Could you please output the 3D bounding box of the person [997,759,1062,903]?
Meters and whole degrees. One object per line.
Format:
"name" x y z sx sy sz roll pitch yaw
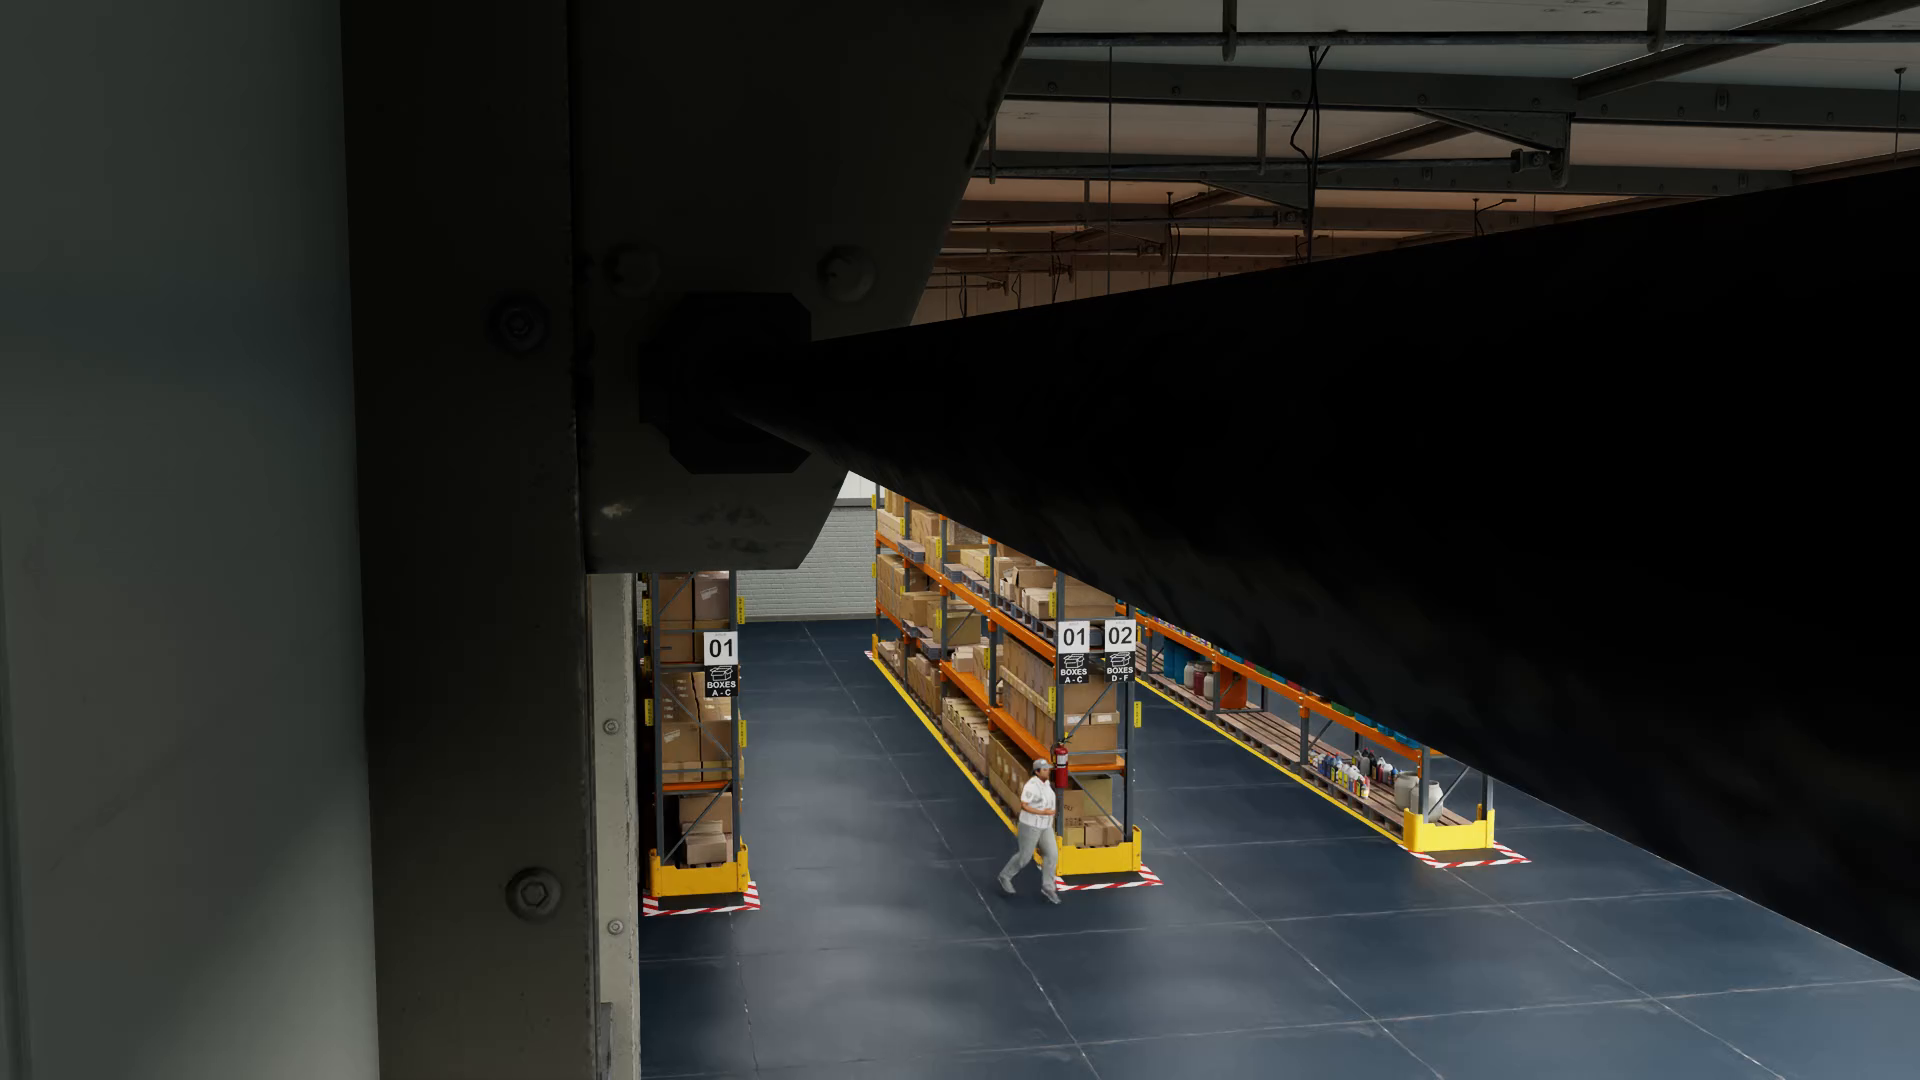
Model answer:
"person" 0.914 3.472 19.979 0.796 1.699 0.636 4 7 35
